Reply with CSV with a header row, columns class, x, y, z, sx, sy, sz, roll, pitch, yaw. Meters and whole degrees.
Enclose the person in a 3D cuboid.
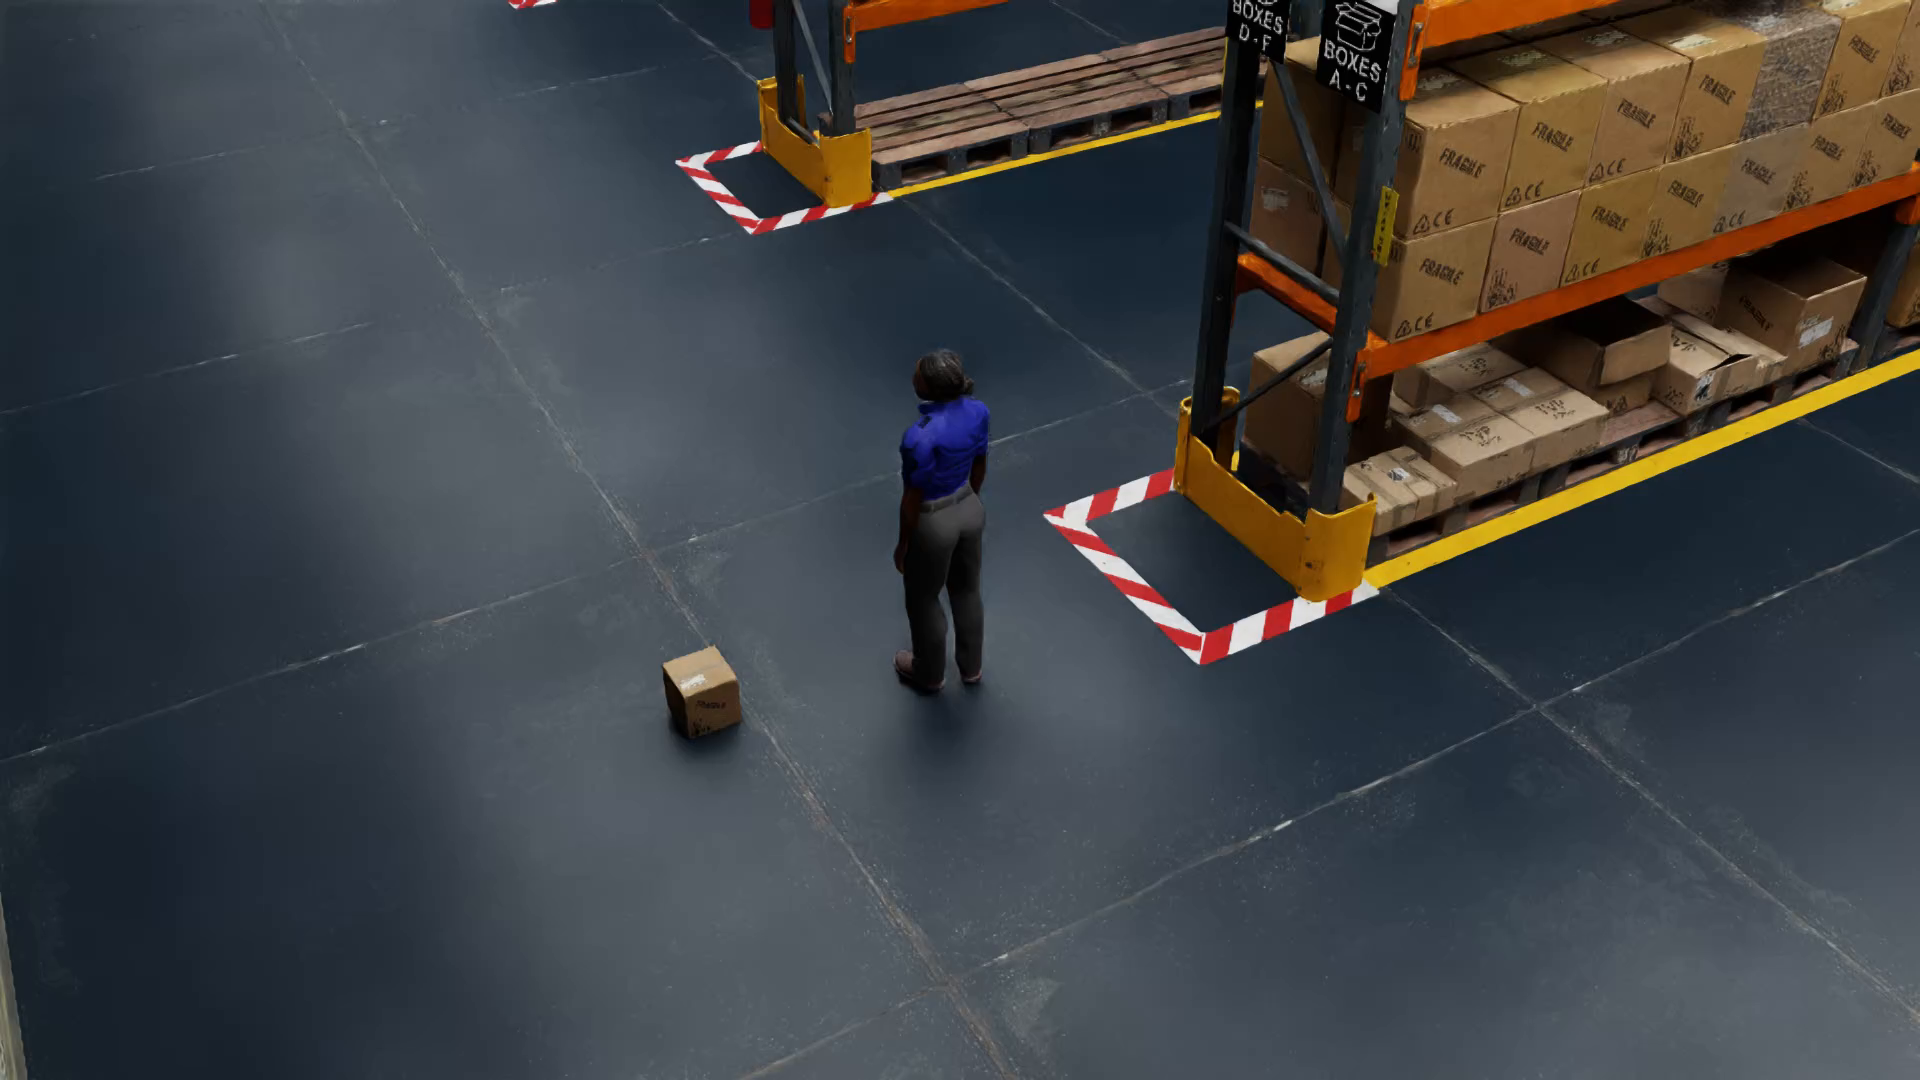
class,x,y,z,sx,sy,sz,roll,pitch,yaw
person,-0.092,-0.075,6.993,0.490,1.668,0.371,-30,46,-34
